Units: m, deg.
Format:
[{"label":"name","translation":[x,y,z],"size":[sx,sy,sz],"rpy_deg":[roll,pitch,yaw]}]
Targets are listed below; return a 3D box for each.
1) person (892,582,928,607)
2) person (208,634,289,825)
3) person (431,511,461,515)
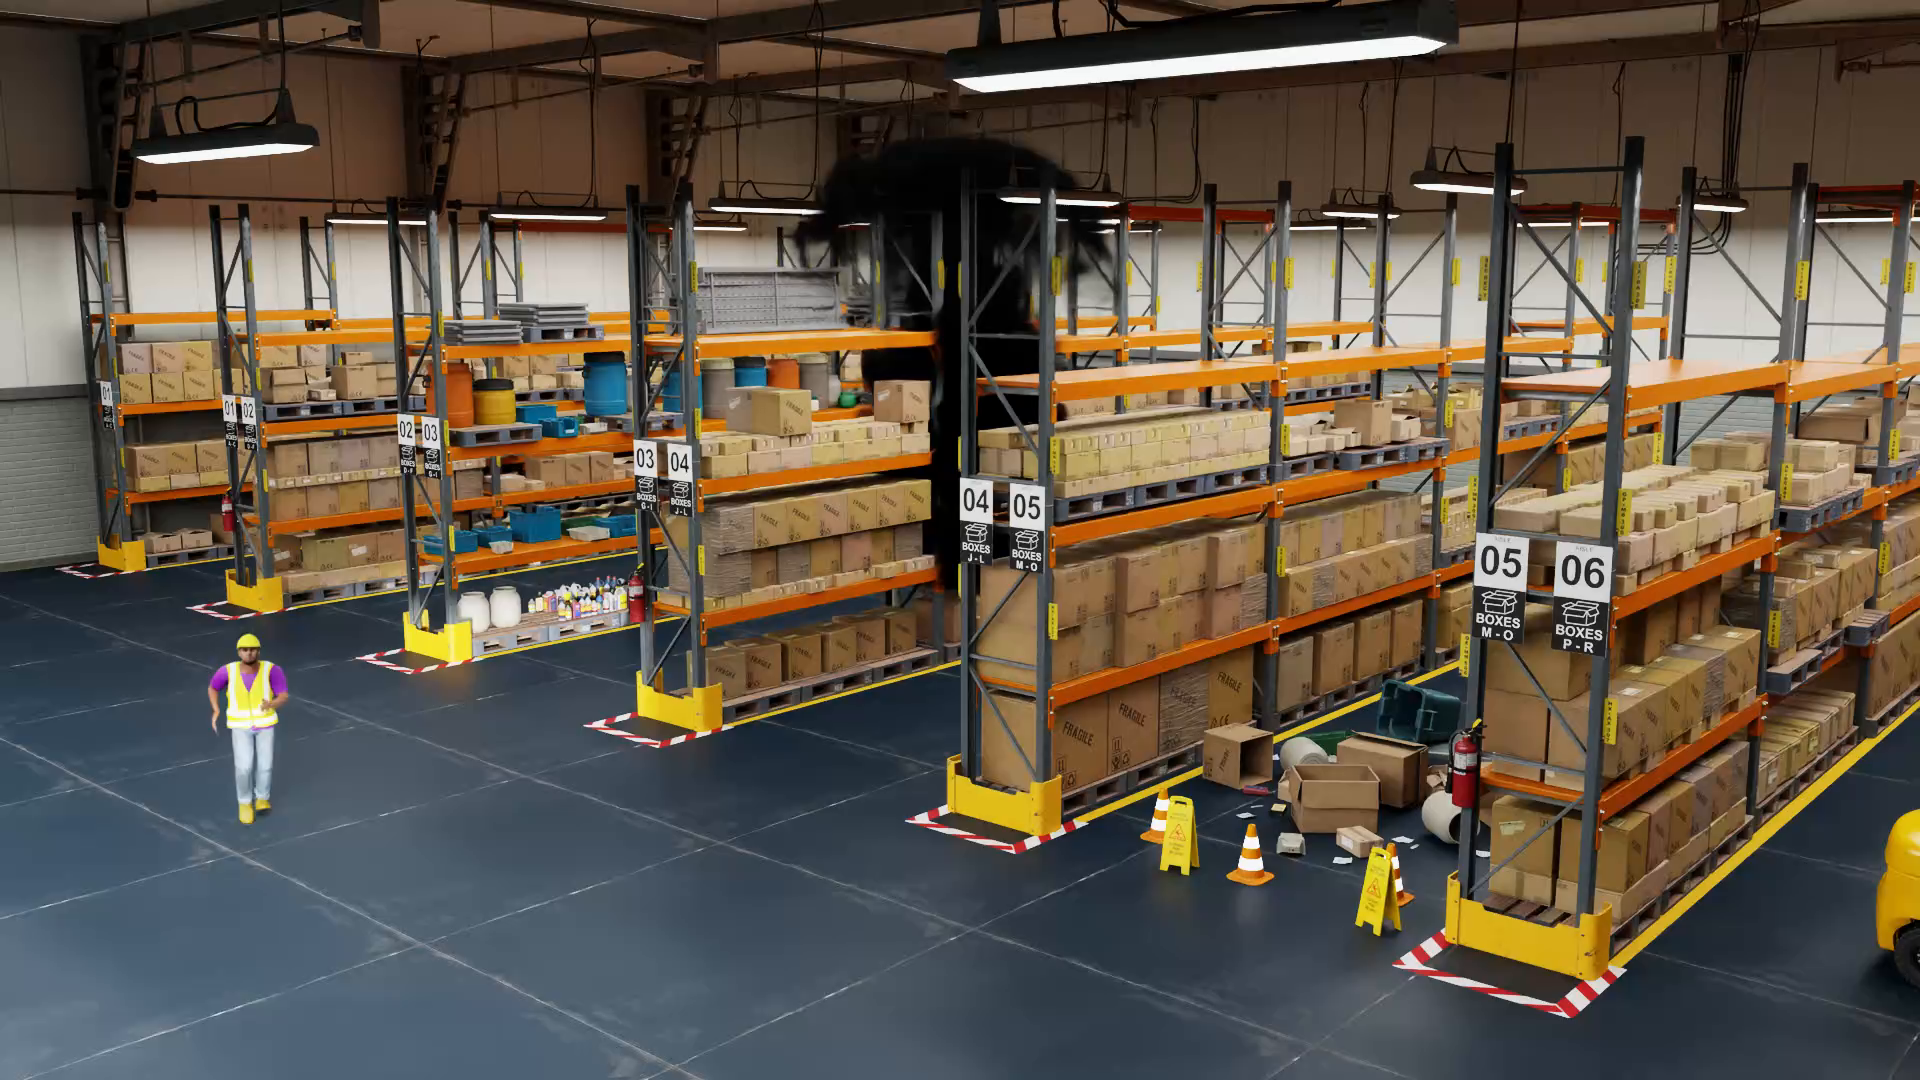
[{"label":"person","translation":[-0.804,0.120,23.552],"size":[0.711,1.783,0.899],"rpy_deg":[8,12,38]},{"label":"person","translation":[-6.579,1.754,15.457],"size":[0.672,1.785,0.720],"rpy_deg":[-5,11,-27]},{"label":"person","translation":[-9.008,-0.586,29.244],"size":[0.690,1.809,0.956],"rpy_deg":[6,11,33]}]
